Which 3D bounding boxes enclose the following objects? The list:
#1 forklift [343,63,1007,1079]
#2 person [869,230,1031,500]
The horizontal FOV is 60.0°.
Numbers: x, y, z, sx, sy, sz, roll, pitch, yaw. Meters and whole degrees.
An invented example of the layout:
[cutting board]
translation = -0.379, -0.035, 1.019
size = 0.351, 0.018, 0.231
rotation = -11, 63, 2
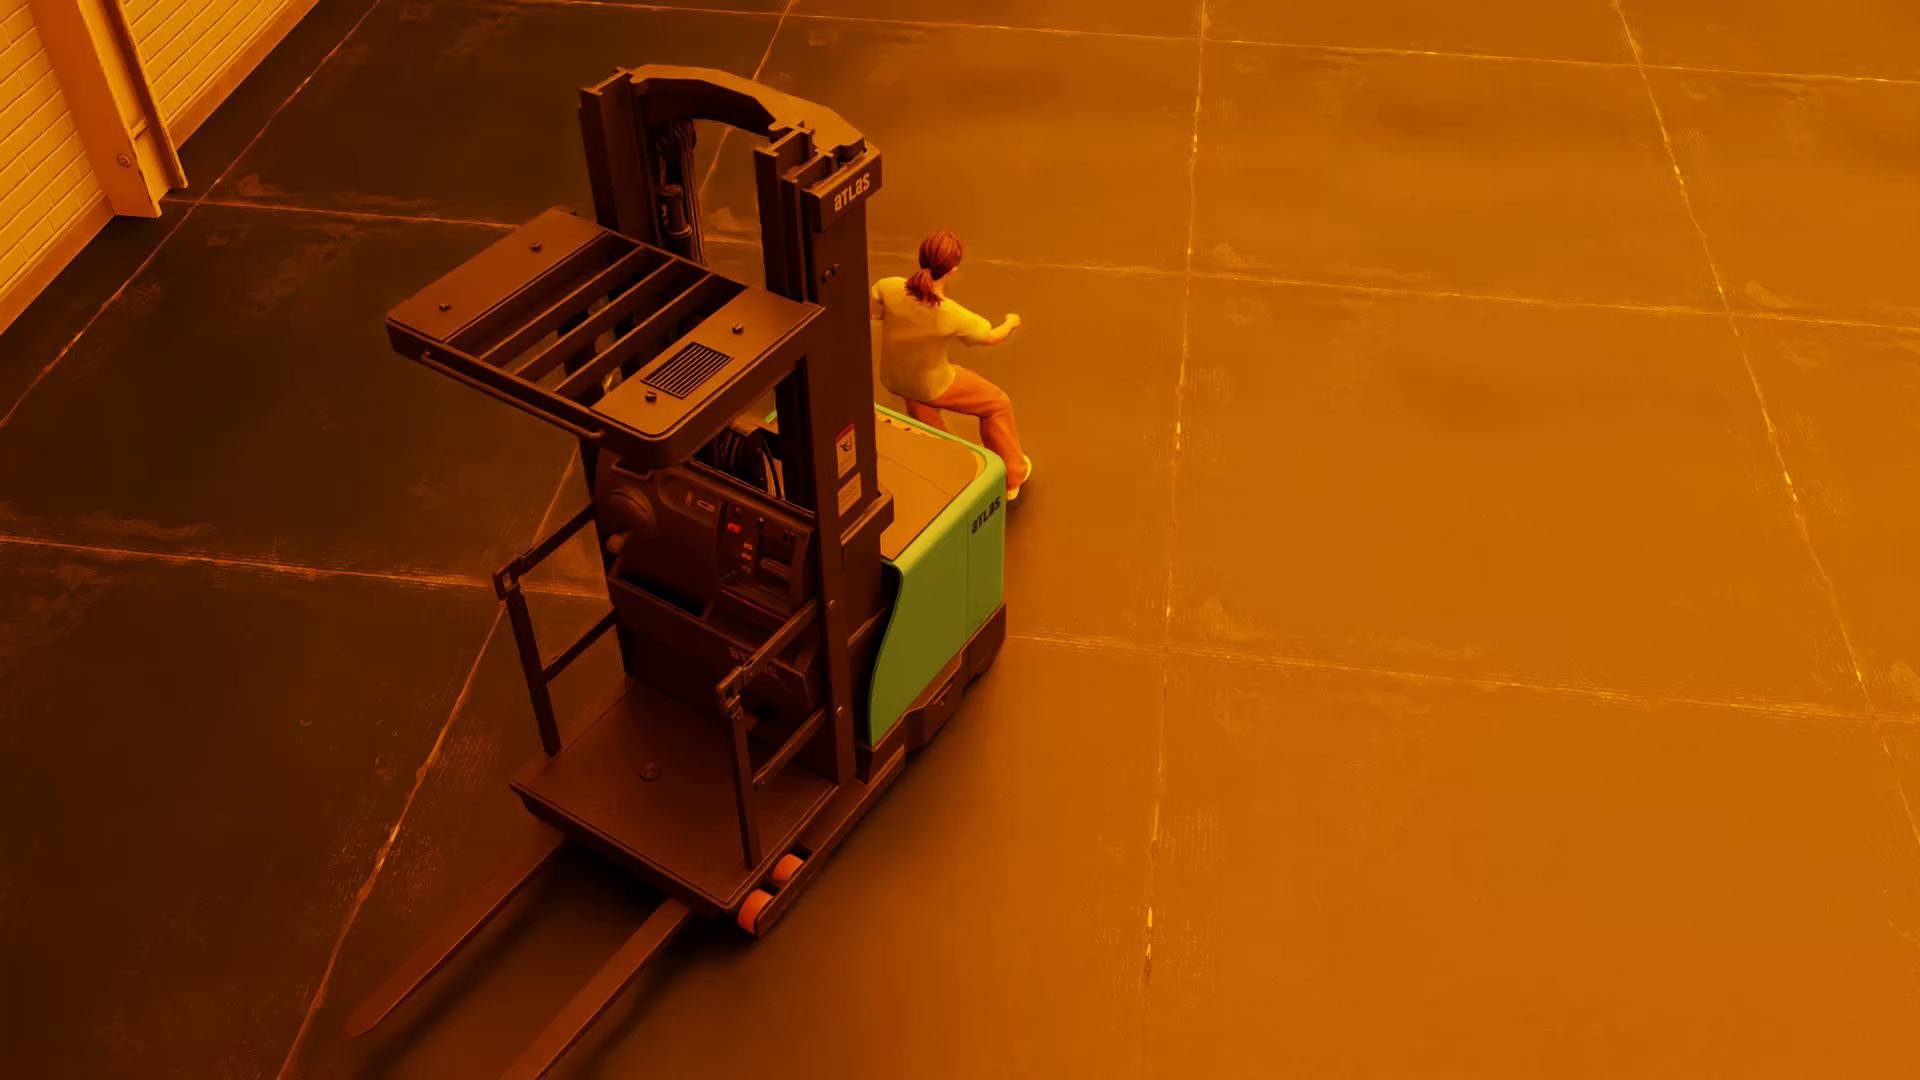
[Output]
[forklift]
translation = -1.022, 0.036, 5.685
size = 1.130, 2.935, 3.031
rotation = 24, 48, 24
[person]
translation = -0.061, -0.851, 7.696
size = 0.760, 1.512, 0.689
rotation = 17, 45, 18
